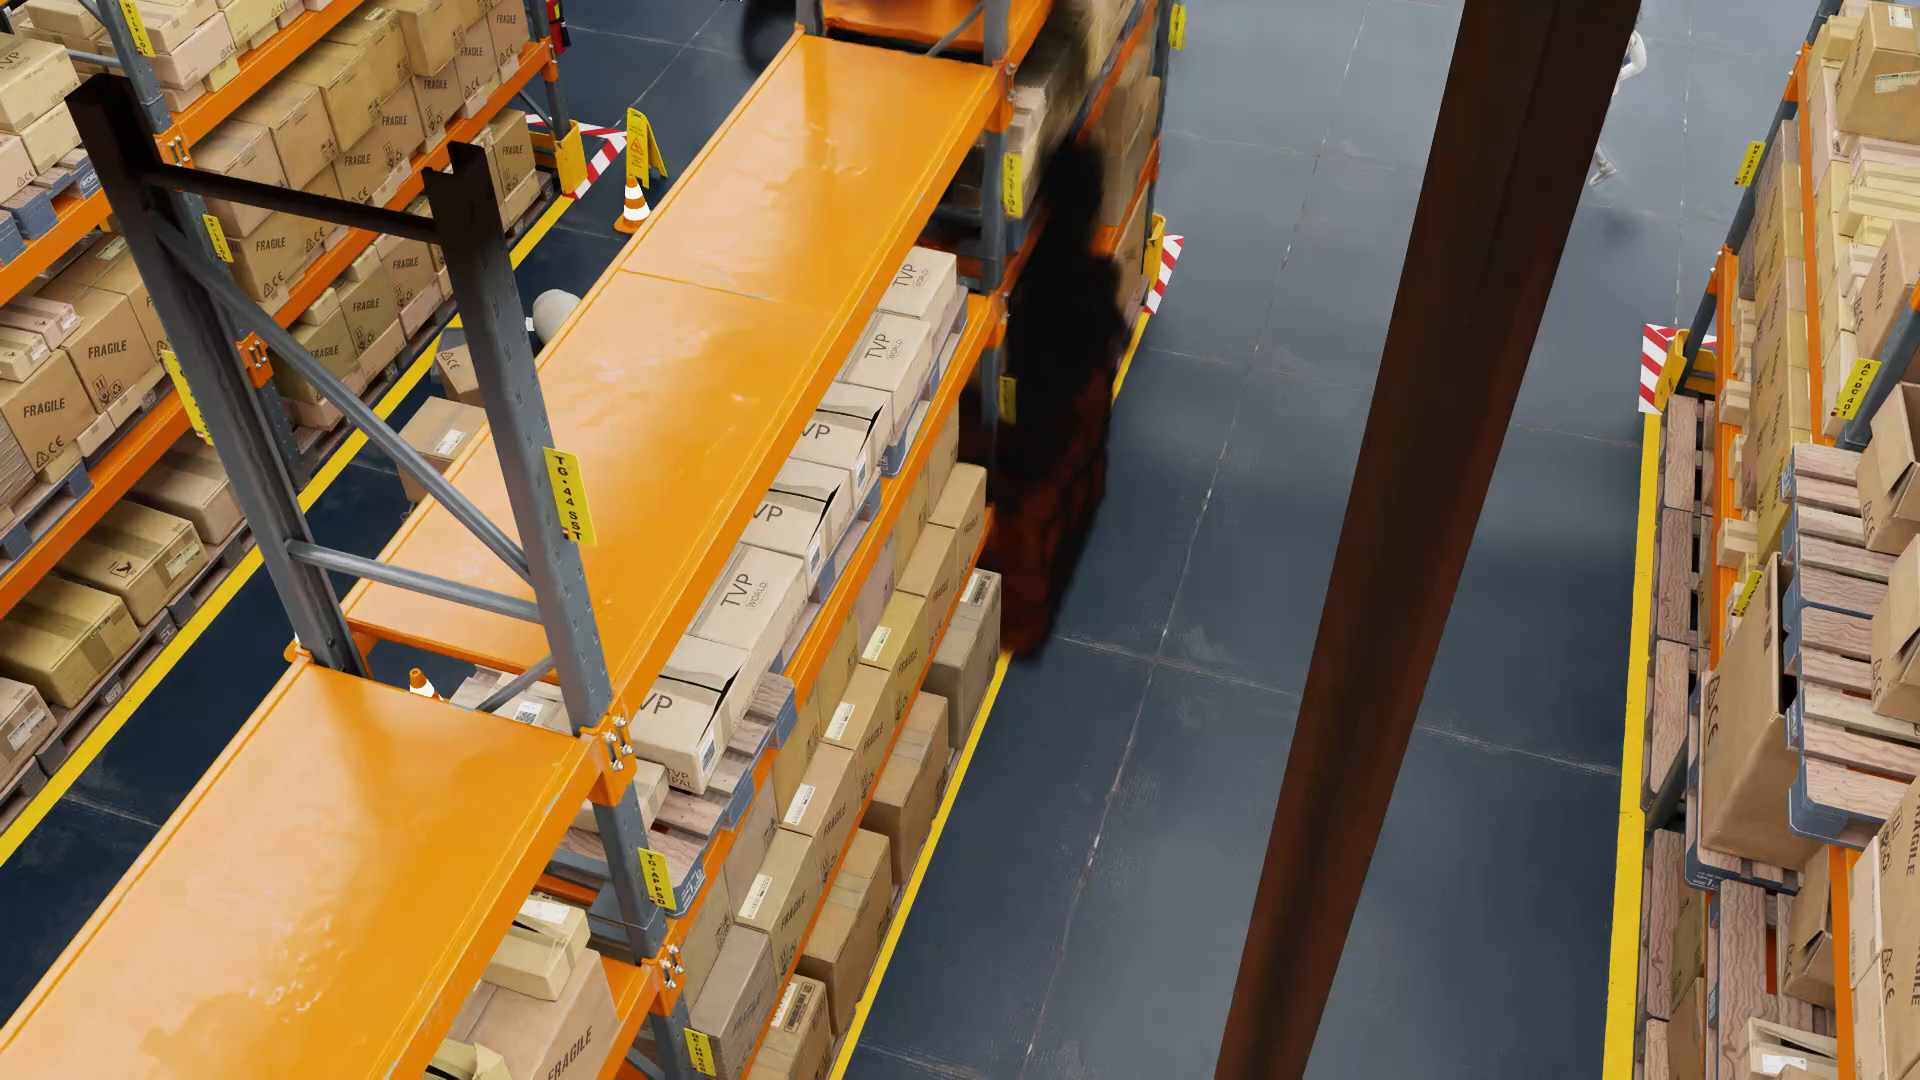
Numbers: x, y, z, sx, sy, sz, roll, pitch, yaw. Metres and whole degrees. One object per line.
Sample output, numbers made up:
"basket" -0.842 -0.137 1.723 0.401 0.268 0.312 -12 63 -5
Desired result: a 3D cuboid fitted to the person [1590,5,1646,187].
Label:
"person" 5.175 -3.596 13.489 0.611 1.696 0.756 -22 49 -20
